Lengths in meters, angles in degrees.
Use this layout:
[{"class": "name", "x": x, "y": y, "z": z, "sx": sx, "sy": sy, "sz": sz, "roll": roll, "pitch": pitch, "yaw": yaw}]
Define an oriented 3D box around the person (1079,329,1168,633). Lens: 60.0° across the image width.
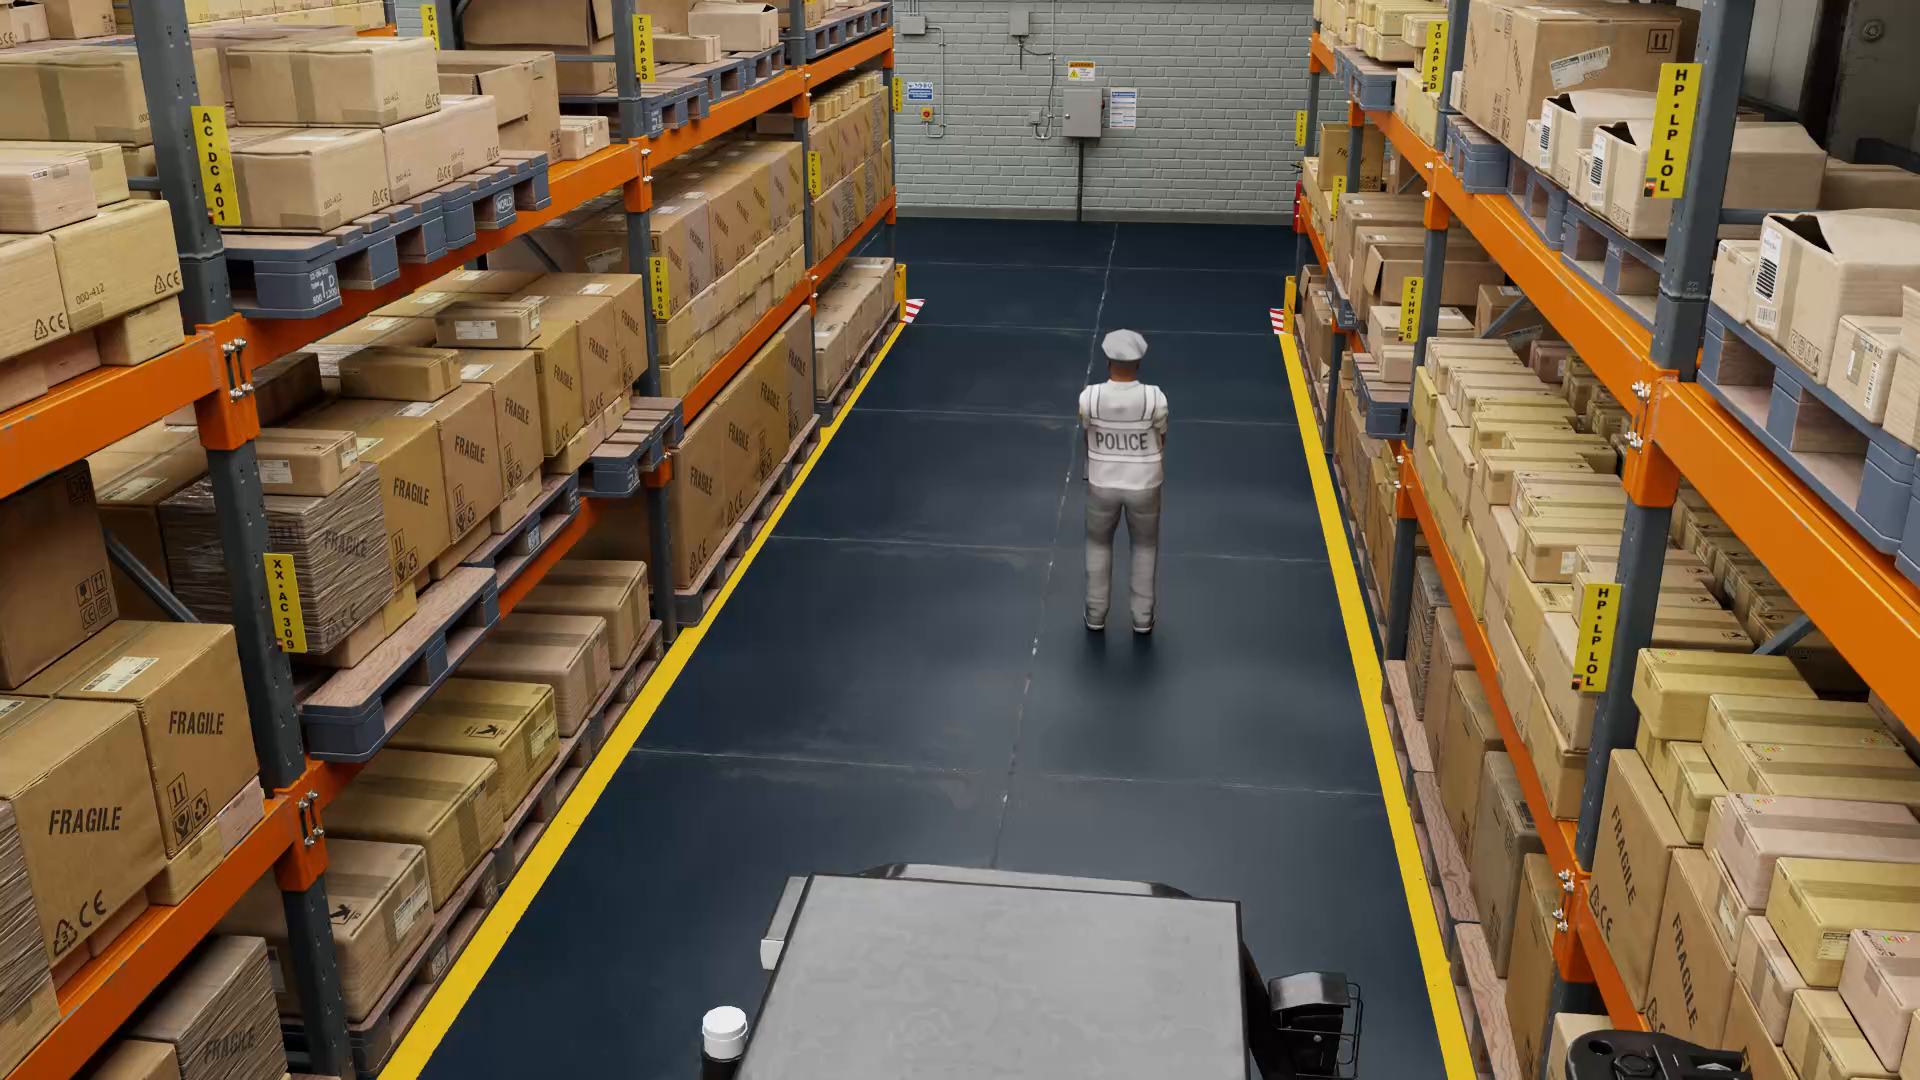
[{"class": "person", "x": 0.921, "y": -0.354, "z": 9.470, "sx": 0.494, "sy": 1.766, "sz": 0.565, "roll": 3, "pitch": 21, "yaw": 7}]
